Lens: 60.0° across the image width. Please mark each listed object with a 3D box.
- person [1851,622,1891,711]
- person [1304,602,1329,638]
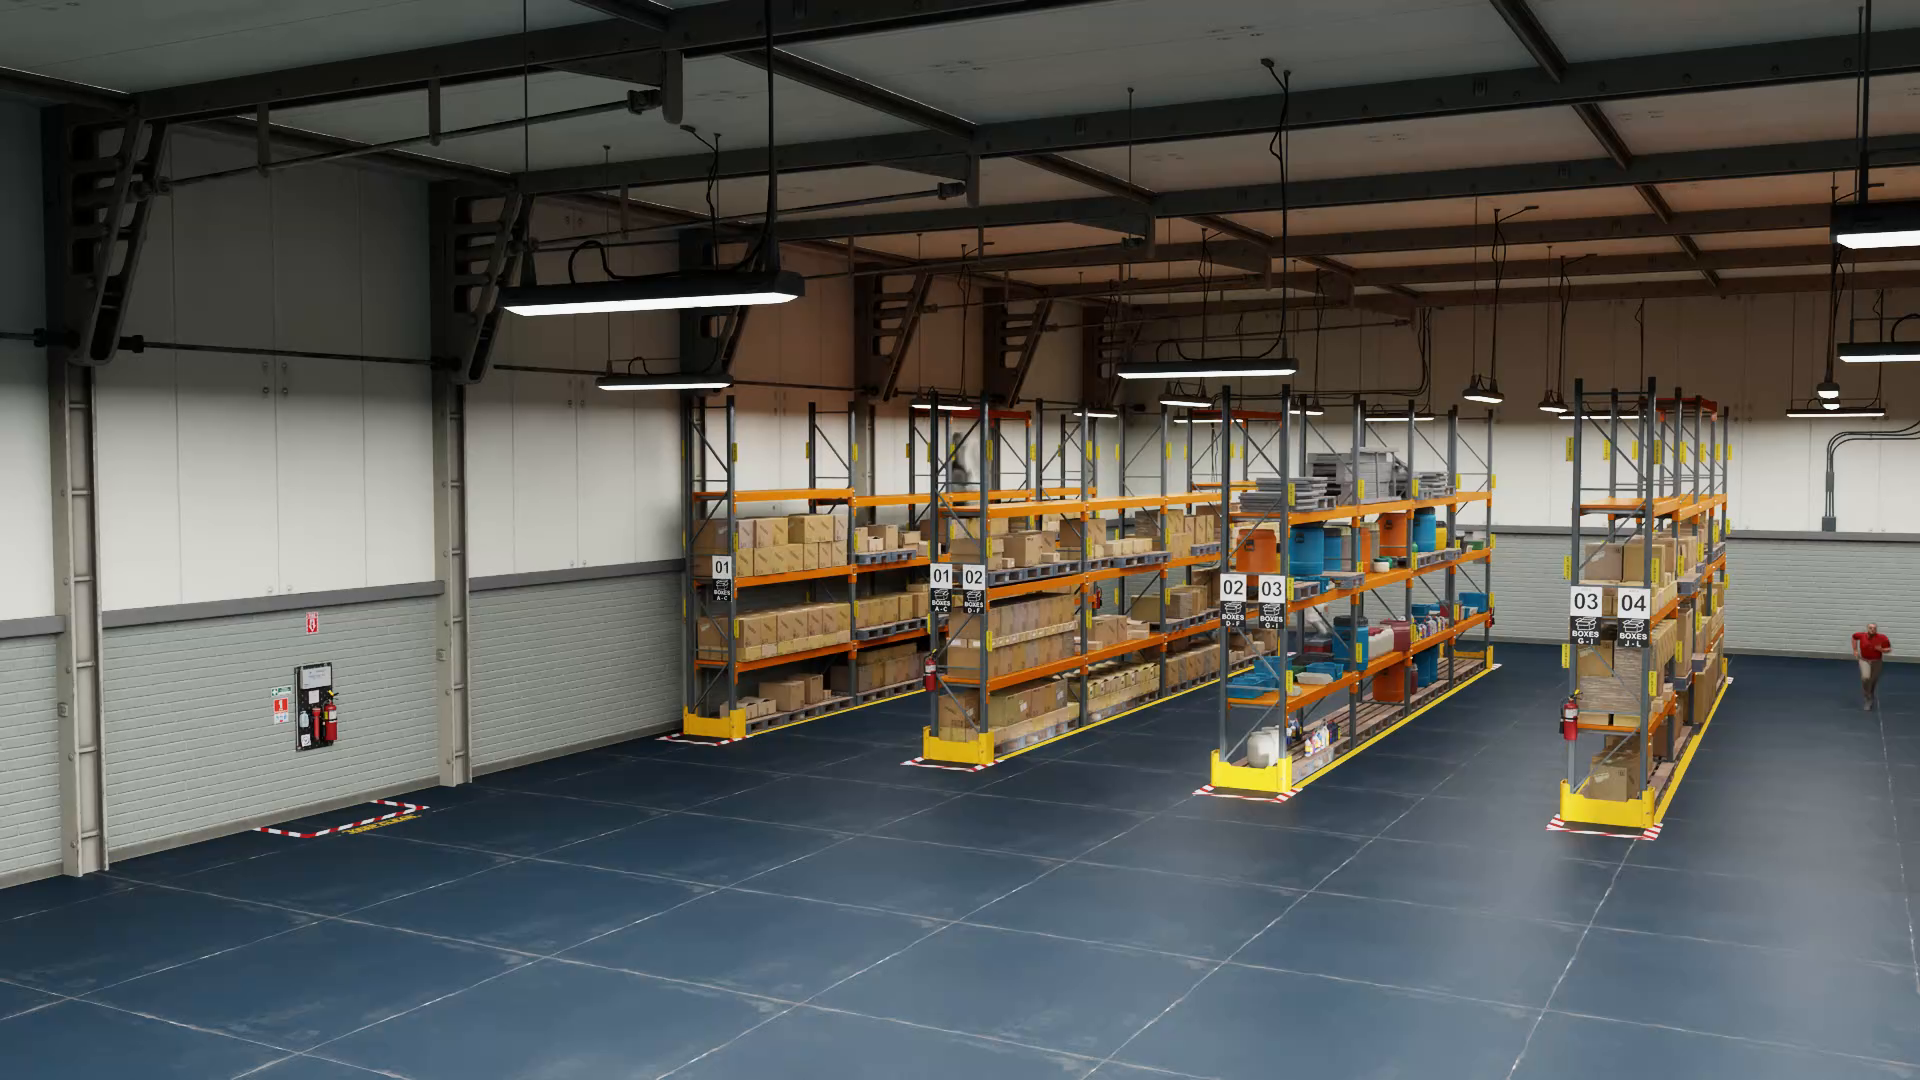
[{"bbox_3d":[17.801,2.463,32.505,0.652,1.748,0.937,1,3,21],"label":"person"},{"bbox_3d":[8.839,1.998,41.347,0.805,1.732,0.736,-2,4,-33],"label":"person"}]
